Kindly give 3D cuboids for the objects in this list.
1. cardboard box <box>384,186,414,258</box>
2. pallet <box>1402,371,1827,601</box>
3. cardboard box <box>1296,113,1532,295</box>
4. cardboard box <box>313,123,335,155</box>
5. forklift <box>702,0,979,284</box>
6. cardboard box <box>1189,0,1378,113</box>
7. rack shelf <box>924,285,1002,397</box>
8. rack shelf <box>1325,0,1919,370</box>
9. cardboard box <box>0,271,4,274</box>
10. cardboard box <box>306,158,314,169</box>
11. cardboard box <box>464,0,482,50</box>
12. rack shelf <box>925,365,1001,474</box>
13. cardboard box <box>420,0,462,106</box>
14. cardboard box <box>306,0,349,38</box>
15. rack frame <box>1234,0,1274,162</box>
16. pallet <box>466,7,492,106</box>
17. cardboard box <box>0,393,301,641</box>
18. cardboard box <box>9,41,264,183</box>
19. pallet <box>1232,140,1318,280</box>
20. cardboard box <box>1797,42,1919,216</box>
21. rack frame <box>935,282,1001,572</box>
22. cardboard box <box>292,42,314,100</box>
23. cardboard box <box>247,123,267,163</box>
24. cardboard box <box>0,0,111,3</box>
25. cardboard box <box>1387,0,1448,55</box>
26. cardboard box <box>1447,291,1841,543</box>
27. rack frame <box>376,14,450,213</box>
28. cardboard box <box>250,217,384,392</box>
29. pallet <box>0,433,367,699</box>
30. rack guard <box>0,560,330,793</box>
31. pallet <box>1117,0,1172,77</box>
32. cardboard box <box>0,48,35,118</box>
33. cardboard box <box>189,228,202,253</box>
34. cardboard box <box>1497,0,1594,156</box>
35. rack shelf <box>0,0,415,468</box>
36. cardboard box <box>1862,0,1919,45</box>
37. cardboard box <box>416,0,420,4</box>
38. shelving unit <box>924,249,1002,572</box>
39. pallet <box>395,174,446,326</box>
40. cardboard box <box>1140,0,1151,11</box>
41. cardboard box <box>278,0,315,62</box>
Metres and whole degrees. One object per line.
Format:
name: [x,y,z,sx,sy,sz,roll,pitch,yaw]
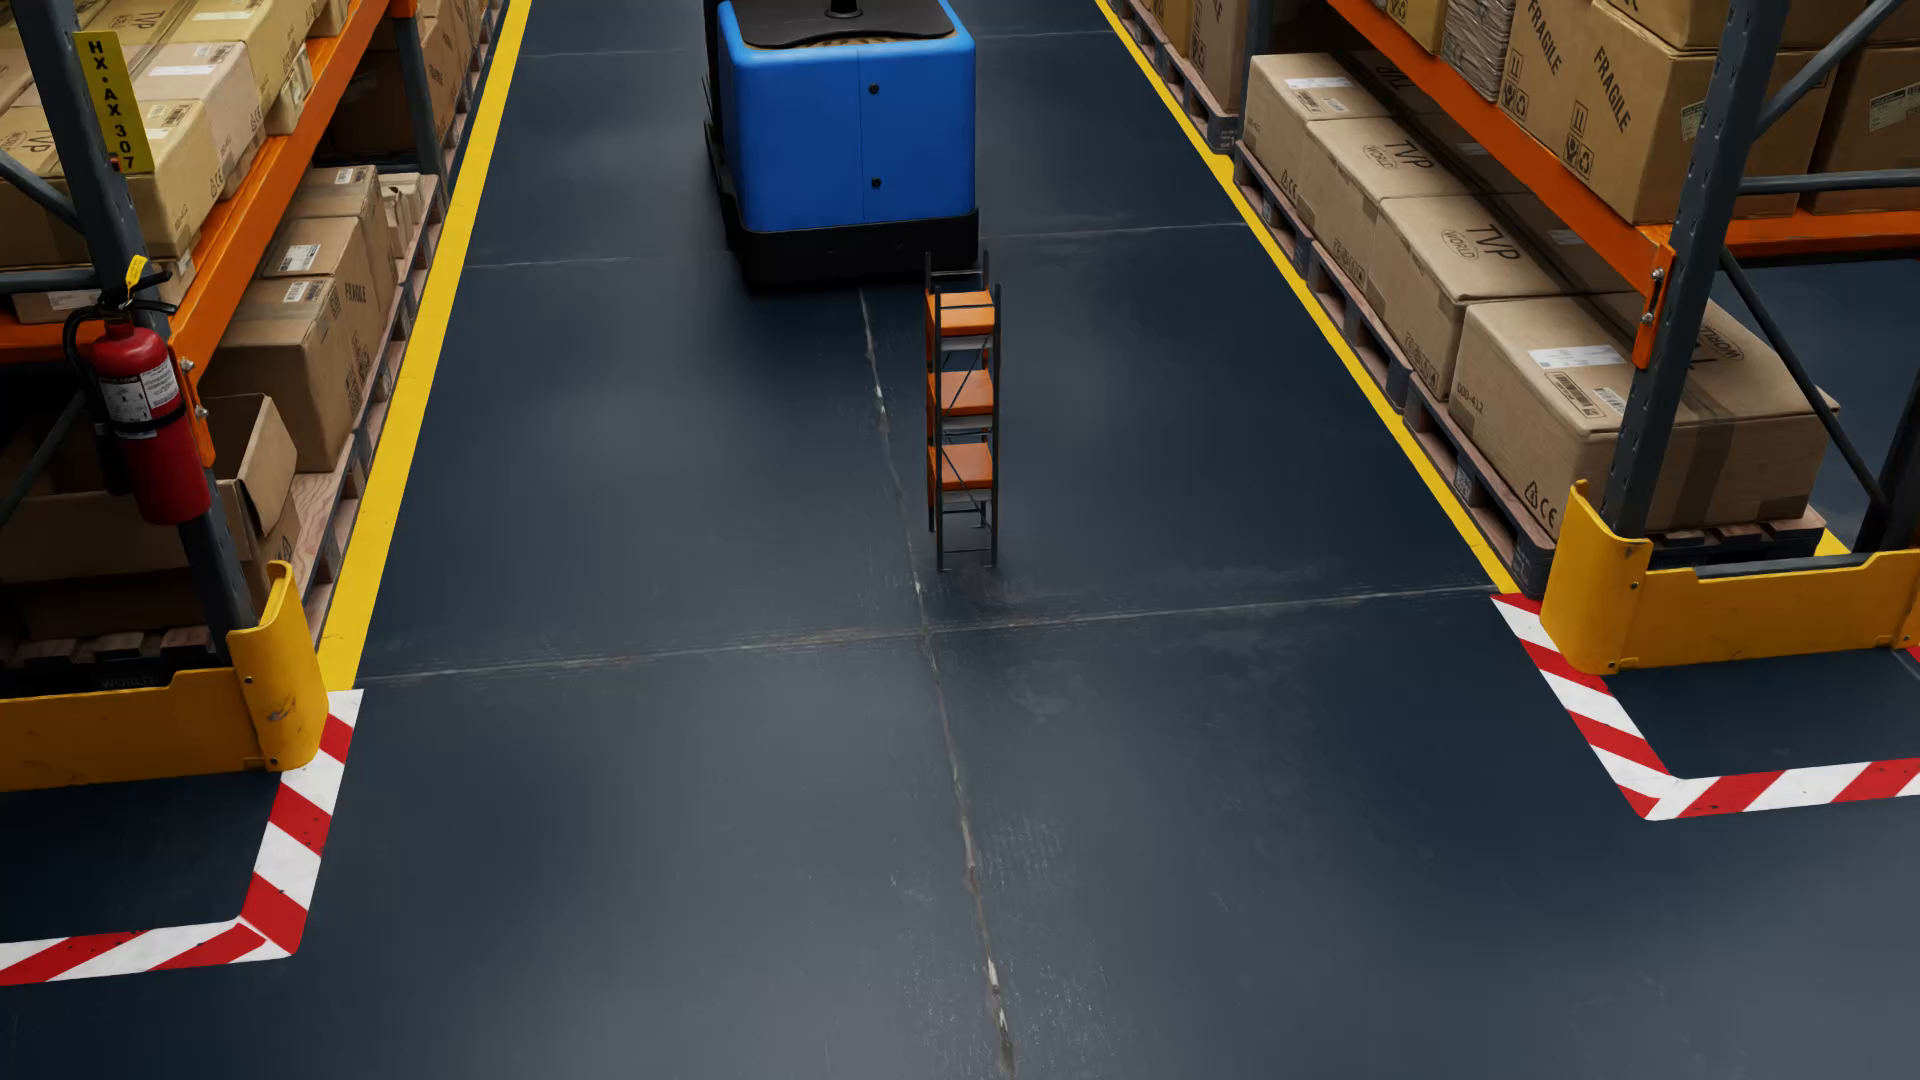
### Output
cardboard box: [-2.581,-1.380,7.166,0.396,0.266,0.258,-3,34,-5]
pallet: [2.276,-0.258,5.941,1.003,0.211,1.213,-4,35,-6]
cardboard box: [2.022,-1.459,7.129,0.875,0.438,0.875,-5,35,-8]
cardboard box: [-3.354,-2.216,8.185,0.500,0.500,0.500,-5,35,-7]
forklift: [-0.723,-3.154,7.775,1.130,2.935,3.031,-7,35,-10]
cardboard box: [1.760,-2.837,8.764,0.875,0.875,0.875,-3,34,-5]
rack shelf: [0.007,-0.630,5.257,0.215,0.259,0.240,-4,35,-6]
rack shelf: [2.192,-1.788,6.350,1.077,0.370,4.000,-4,35,-6]
cardboard box: [-2.741,-0.799,4.482,0.380,0.149,0.250,-3,34,-5]
cardboard box: [-3.140,-1.500,7.302,0.500,0.311,0.500,-3,34,-5]
cardboard box: [-3.045,-3.116,9.506,0.500,0.500,0.500,-6,35,-8]
rack shelf: [0.007,-0.395,5.416,0.215,0.259,0.240,-4,35,-6]
cardboard box: [-2.918,-2.548,8.672,0.500,0.500,0.500,-5,35,-7]
cardboard box: [-2.516,-1.985,6.223,0.380,0.149,0.250,-5,35,-7]
rack frame: [1.923,-3.202,7.785,1.000,3.000,0.127,-4,35,-6]
pallet: [-3.309,-2.805,9.678,1.003,0.211,1.213,-4,35,-6]
cardboard box: [-2.445,-0.082,5.051,0.797,0.503,0.637,-6,35,-8]
cardboard box: [-2.319,-1.208,4.727,0.500,0.250,0.500,-4,34,-6]
pallet: [1.948,-1.619,7.939,1.003,0.211,1.213,-4,35,-6]
cardboard box: [2.681,-1.301,4.906,0.500,0.500,0.500,-5,35,-7]
rack frame: [0.024,-0.336,5.311,0.200,1.050,0.008,-4,35,-6]
cardboard box: [-2.409,-1.560,5.599,0.380,0.149,0.250,-4,34,-5]
cardboard box: [-2.394,-1.268,5.170,0.380,0.149,0.250,-4,34,-6]
cardboard box: [-2.982,-1.746,5.517,0.500,0.250,0.500,-4,35,-6]
cardboard box: [1.920,-2.115,6.101,0.500,0.500,0.500,-3,34,-5]
cardboard box: [2.273,-0.445,5.642,0.875,0.438,0.875,-5,35,-8]
rack frame: [-2.995,-2.824,7.230,1.000,3.000,0.127,-4,35,-6]
cardboard box: [-2.494,-0.863,6.200,0.500,0.500,0.500,-4,34,-5]
pallet: [-2.575,0.074,5.455,1.003,0.211,1.213,-4,35,-6]
rack guard: [-2.467,0.399,4.721,1.175,0.500,0.348,-4,35,-6]
pallet: [1.577,-3.157,10.195,1.003,0.211,1.213,-4,35,-6]
cardboard box: [-2.850,-1.177,4.683,0.500,0.250,0.500,-4,35,-6]
cardboard box: [-2.309,-0.830,4.528,0.380,0.149,0.250,-4,34,-5]
cardboard box: [2.081,-1.541,5.259,0.500,0.500,0.500,-5,35,-7]
rack shelf: [-2.726,-1.410,5.795,1.077,0.370,4.000,-4,35,-6]
cardboard box: [2.679,-1.714,4.624,0.500,0.500,0.500,-5,35,-7]
cardboard box: [-2.939,-2.744,8.383,0.380,0.149,0.250,-6,35,-9]
shelving unit: [0.007,-0.404,5.411,0.215,1.050,0.252,-4,35,-6]
pallet: [-2.904,-1.288,7.453,1.003,0.211,1.213,-4,35,-6]
cardboard box: [1.511,-3.840,10.234,0.875,0.875,0.875,-4,34,-6]
cardboard box: [-2.480,-1.774,5.558,0.500,0.250,0.500,-5,35,-8]
